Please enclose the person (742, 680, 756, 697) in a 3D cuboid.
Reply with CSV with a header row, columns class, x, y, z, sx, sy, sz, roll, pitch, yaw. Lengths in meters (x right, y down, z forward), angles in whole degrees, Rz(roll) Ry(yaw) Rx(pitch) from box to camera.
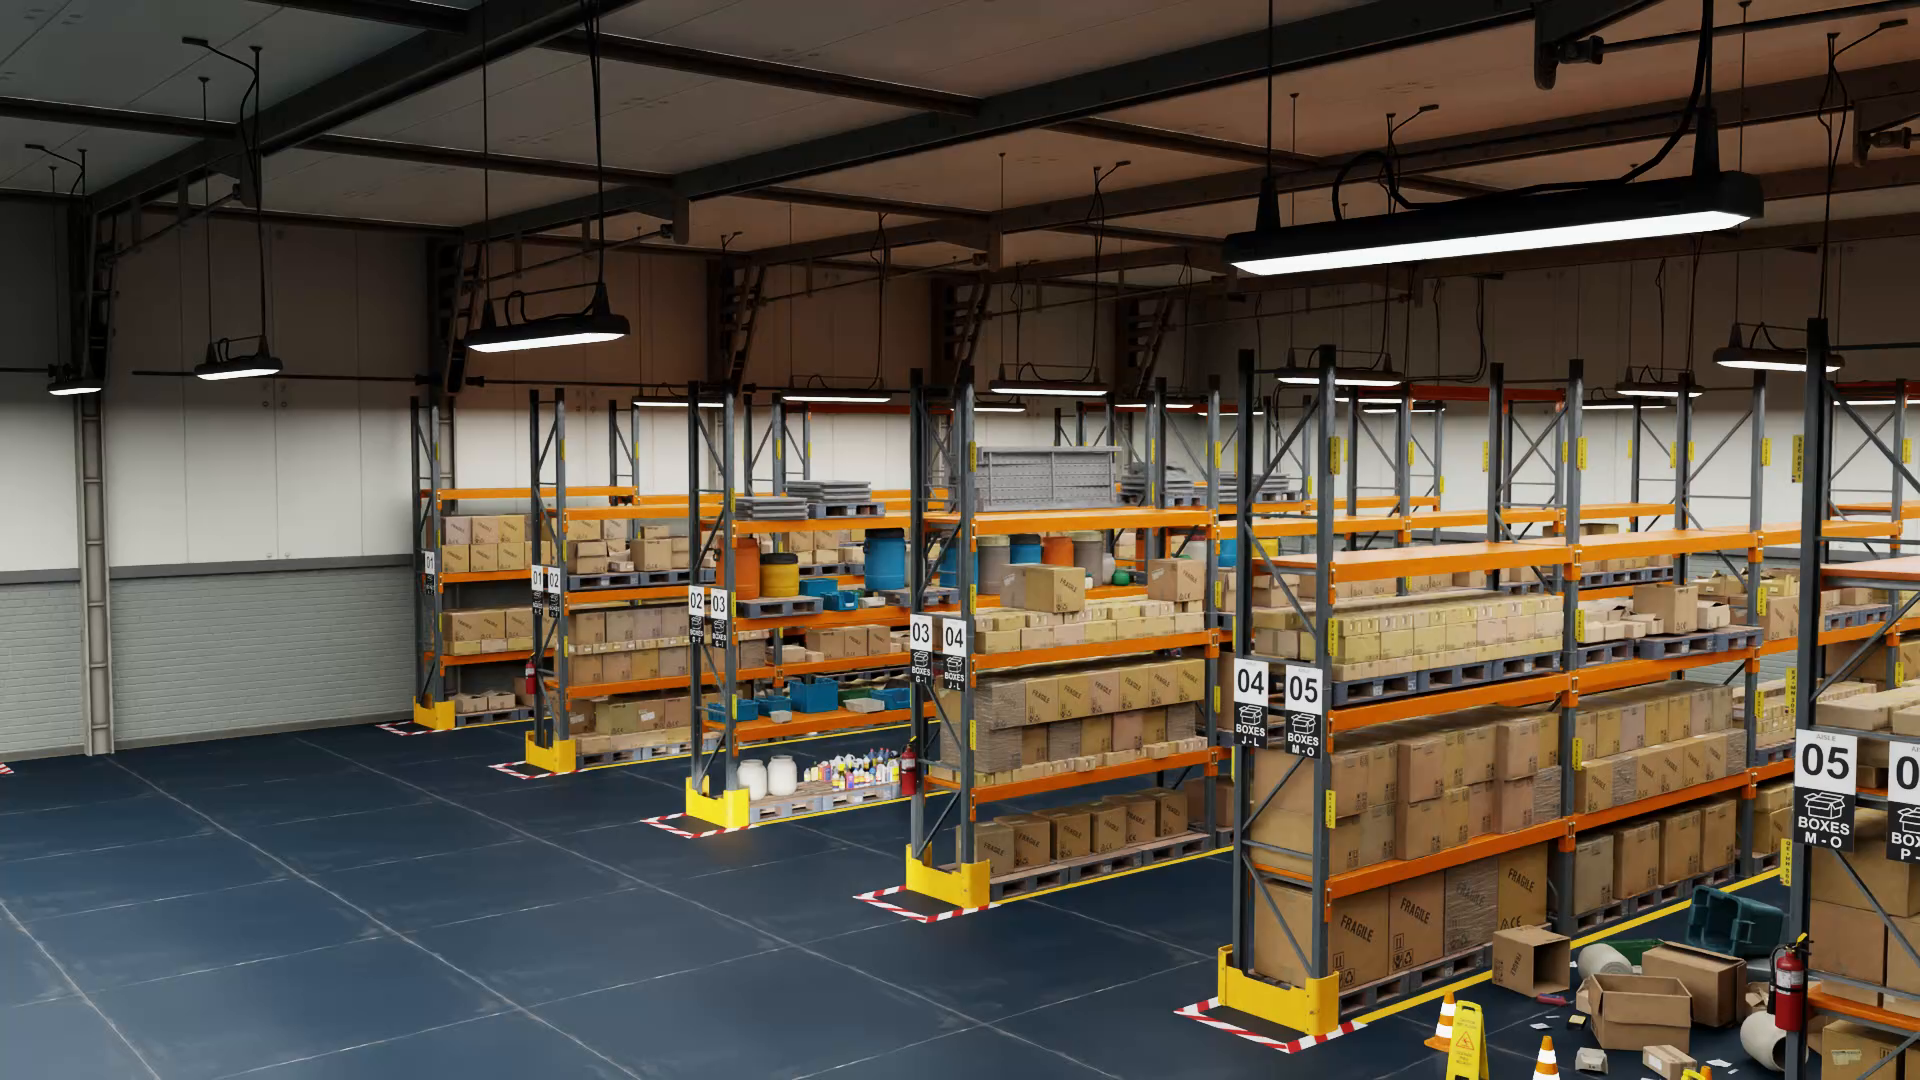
class,x,y,z,sx,sy,sz,roll,pitch,yaw
person,-4.326,2.383,32.299,0.668,1.764,1.106,1,4,24
